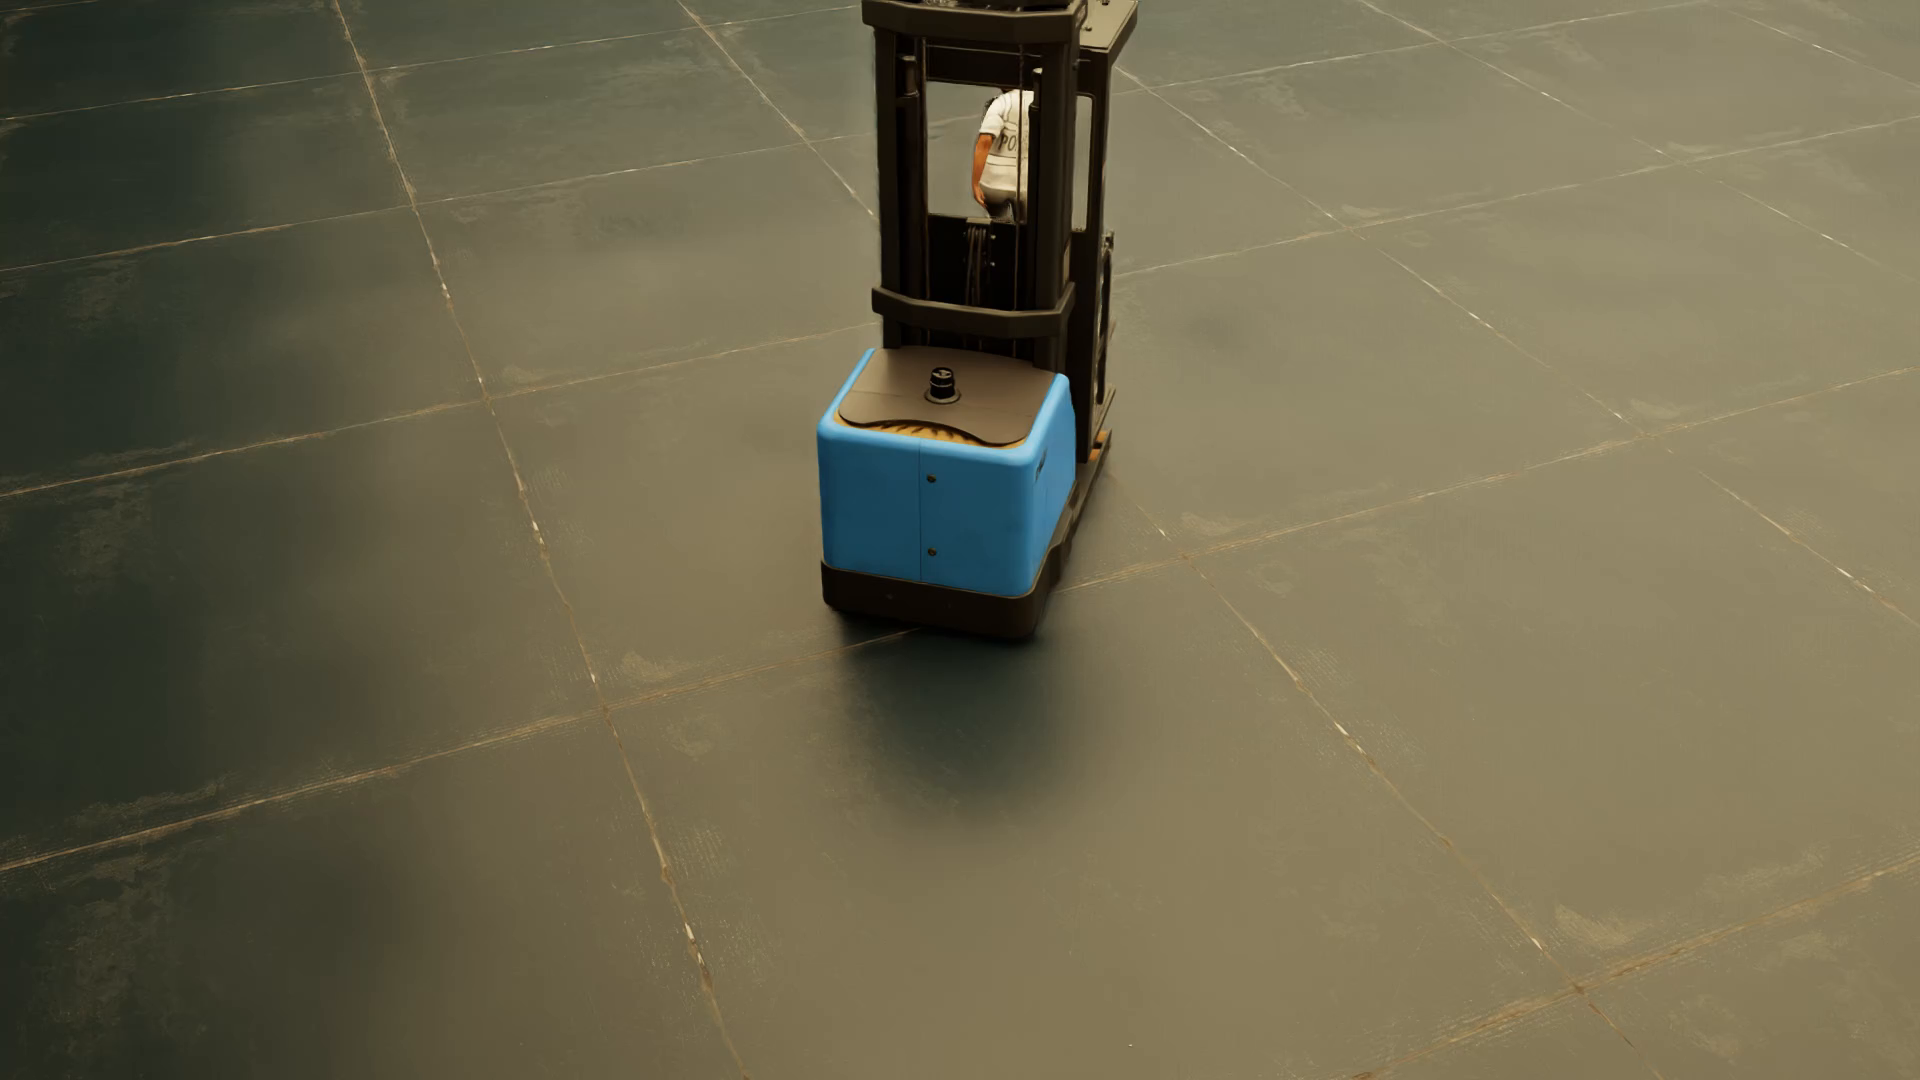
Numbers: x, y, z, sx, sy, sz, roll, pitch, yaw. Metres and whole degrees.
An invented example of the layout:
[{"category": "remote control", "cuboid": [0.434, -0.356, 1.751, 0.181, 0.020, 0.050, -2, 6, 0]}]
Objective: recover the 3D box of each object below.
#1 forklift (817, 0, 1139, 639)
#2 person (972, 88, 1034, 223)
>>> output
[{"category": "forklift", "cuboid": [0.219, -1.583, 8.324, 1.130, 2.935, 3.031, 9, 36, 13]}, {"category": "person", "cuboid": [0.346, -2.268, 10.483, 0.524, 1.645, 0.850, 2, 35, 2]}]
